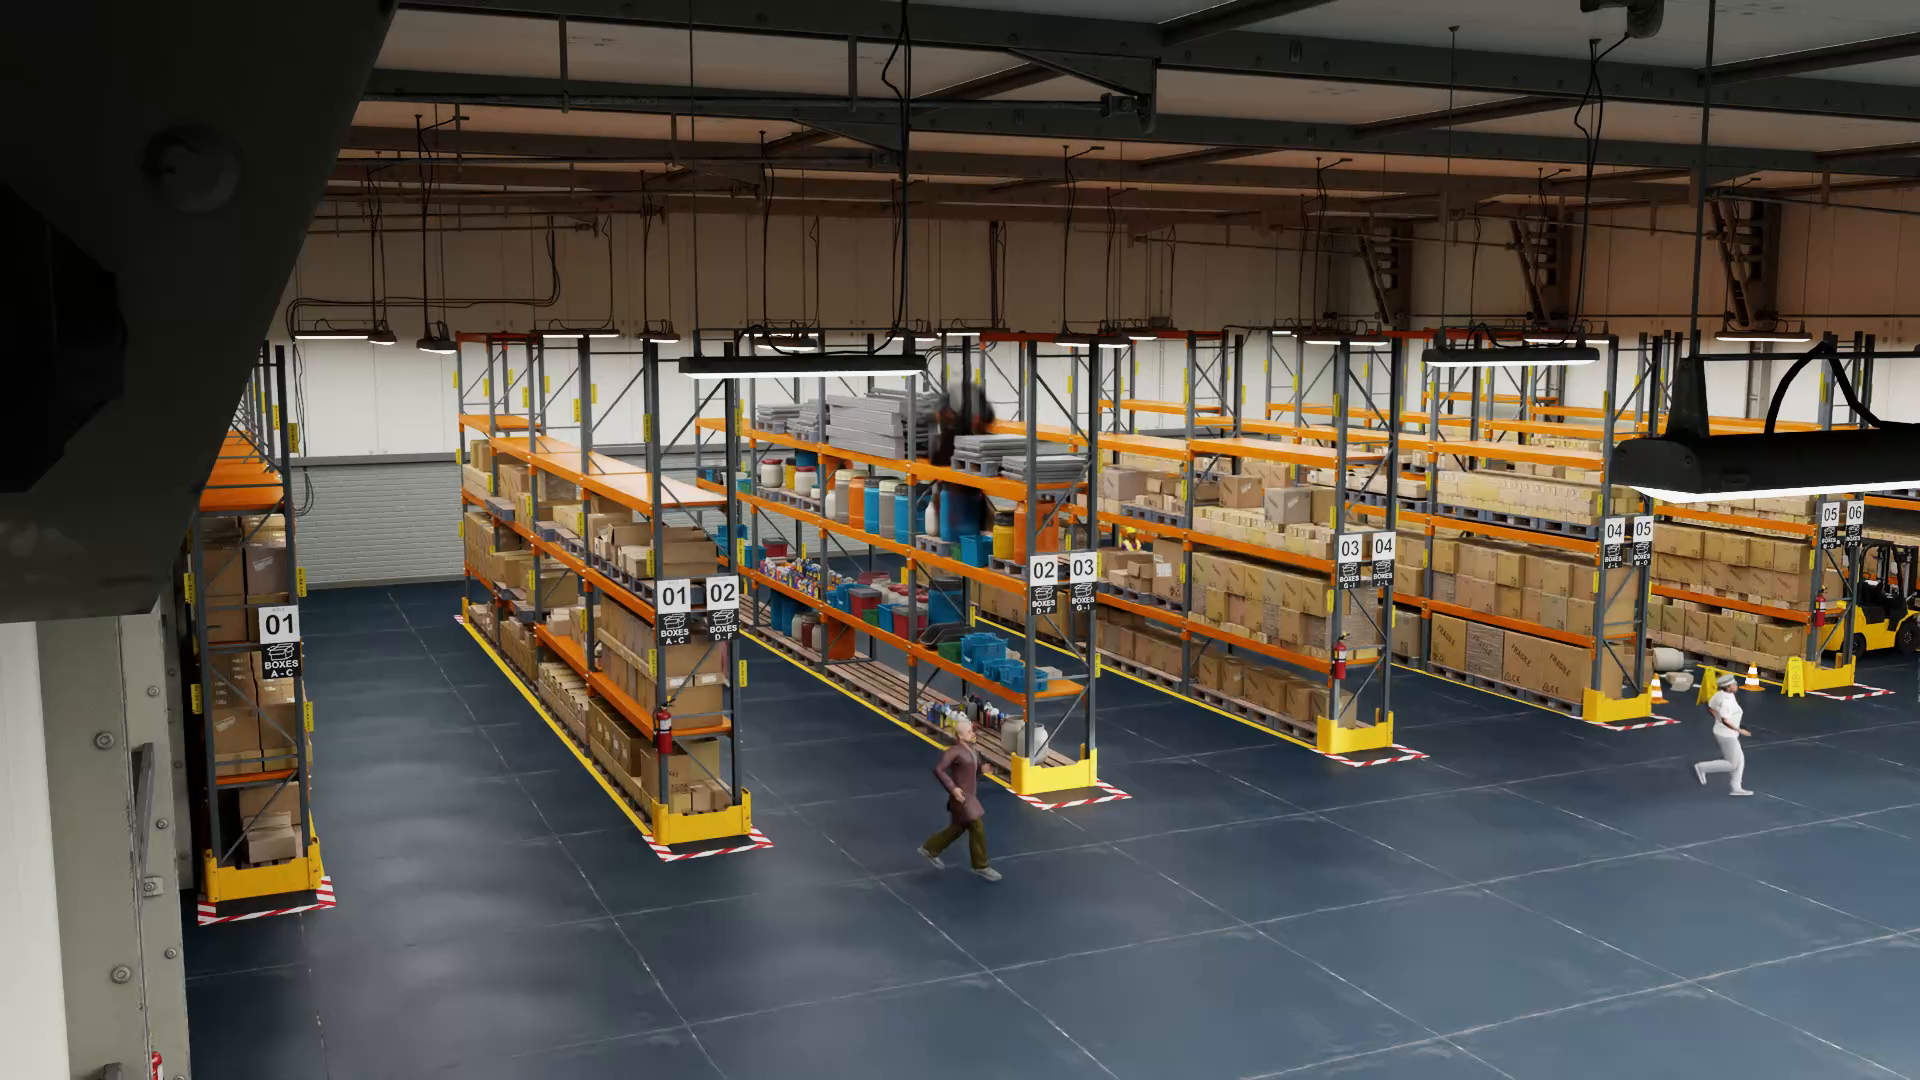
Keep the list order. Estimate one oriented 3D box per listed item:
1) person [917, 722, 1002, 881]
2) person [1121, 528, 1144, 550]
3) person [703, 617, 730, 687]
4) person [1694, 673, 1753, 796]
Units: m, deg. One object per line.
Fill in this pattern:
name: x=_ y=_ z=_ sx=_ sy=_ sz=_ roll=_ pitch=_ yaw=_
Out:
person: x=0.003 y=2.924 z=18.807 sx=0.988 sy=1.802 sz=0.687 roll=1 pitch=8 yaw=10
person: x=3.778 y=0.596 z=36.345 sx=0.711 sy=1.737 sz=0.839 roll=-3 pitch=8 yaw=-21
person: x=-4.088 y=1.624 z=28.640 sx=0.570 sy=1.665 sz=0.960 roll=-5 pitch=9 yaw=-33
person: x=10.118 y=2.563 z=21.989 sx=0.773 sy=1.653 sz=0.593 roll=2 pitch=8 yaw=11
